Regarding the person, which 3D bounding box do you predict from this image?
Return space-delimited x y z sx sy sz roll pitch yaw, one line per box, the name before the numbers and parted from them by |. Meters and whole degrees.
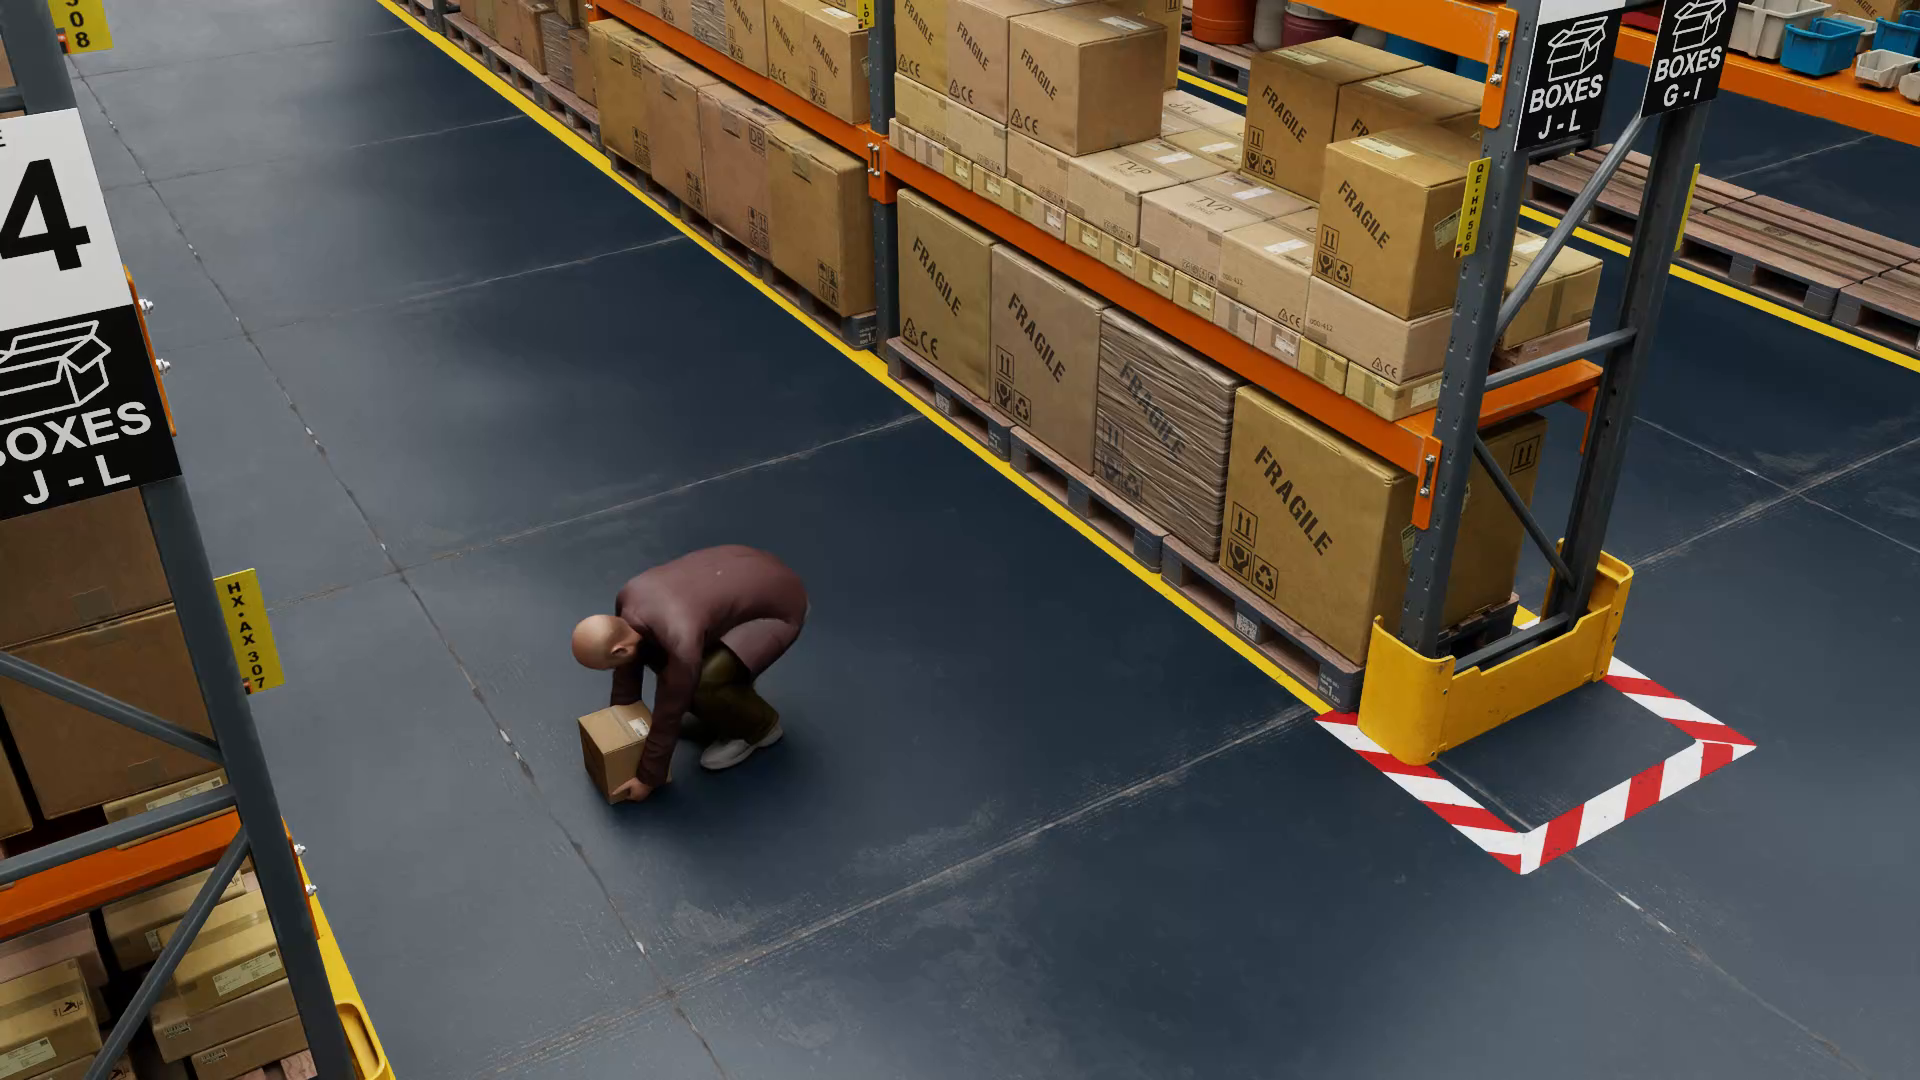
person | -1.007 0.470 6.324 0.947 0.838 0.572 -20 37 -28
